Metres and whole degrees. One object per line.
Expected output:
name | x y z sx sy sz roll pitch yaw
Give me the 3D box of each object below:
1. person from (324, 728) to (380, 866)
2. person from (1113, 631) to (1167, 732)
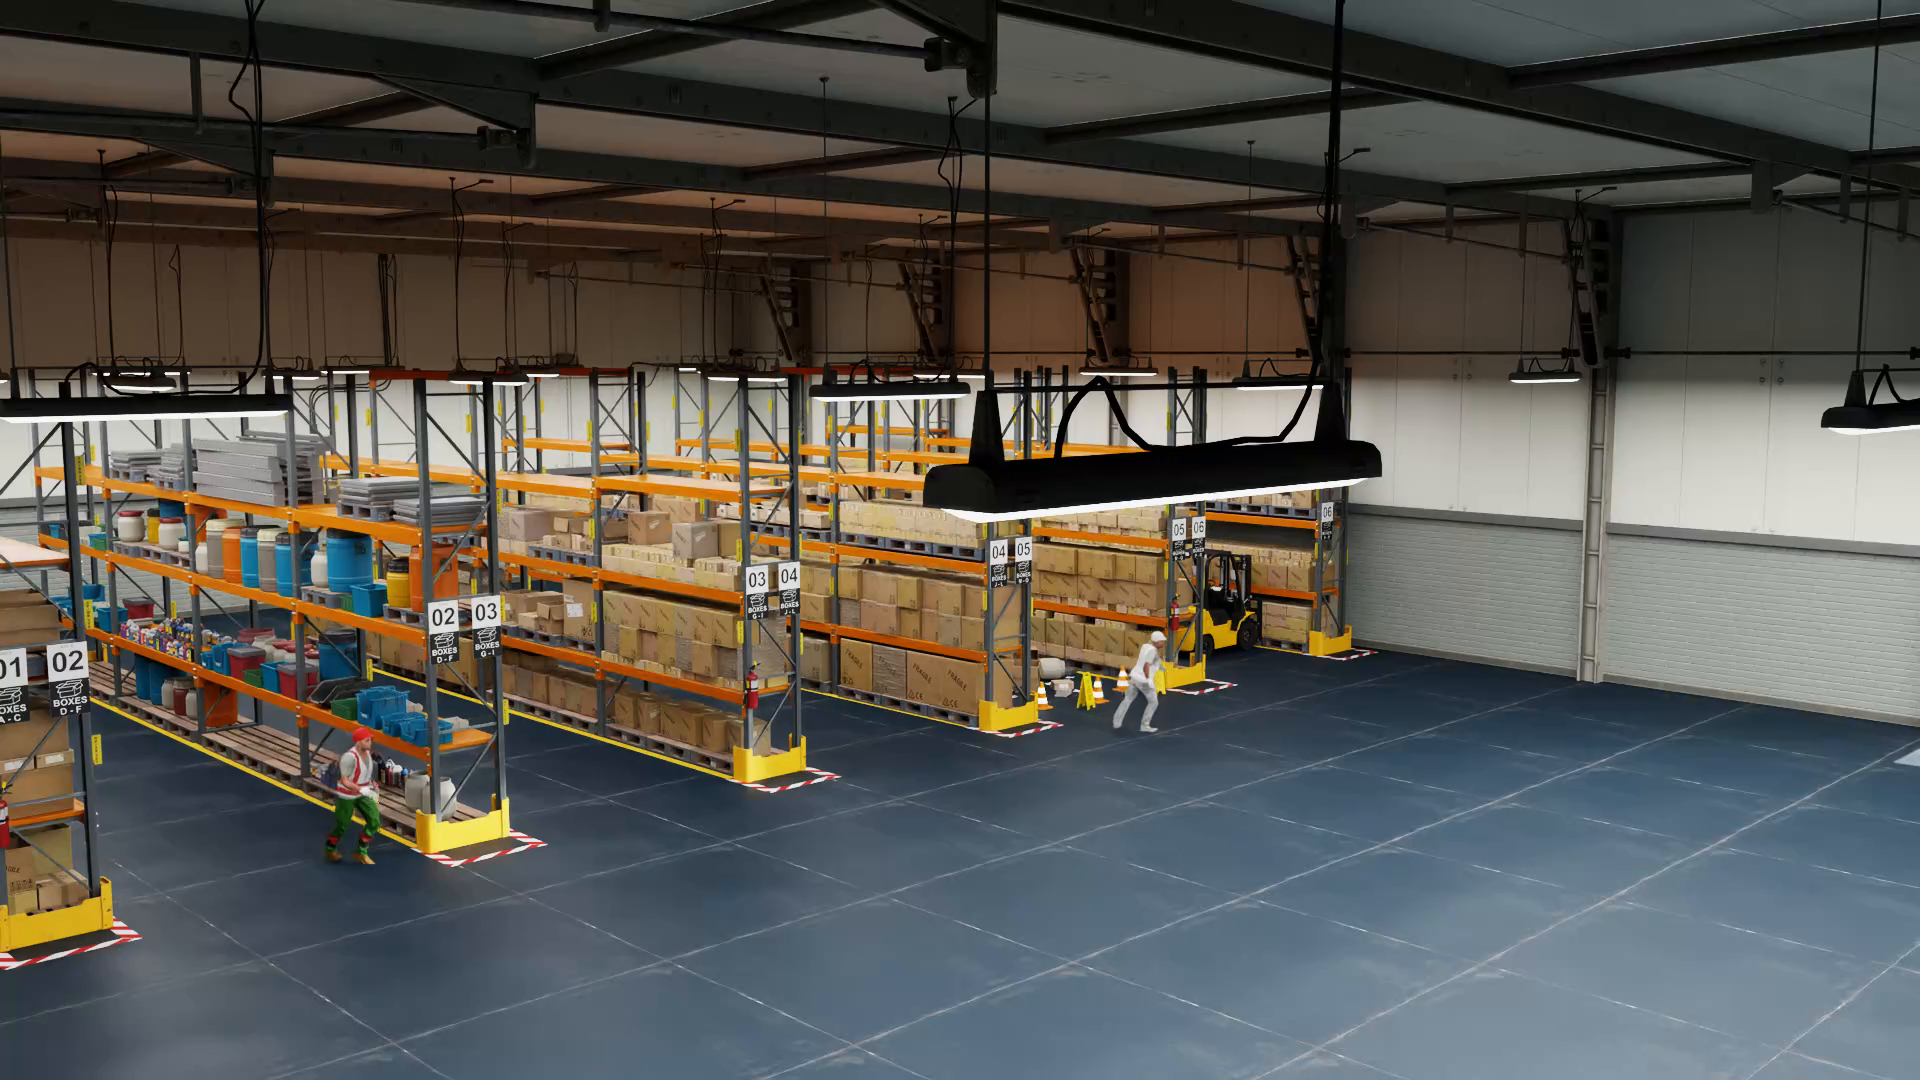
person | -7.483 3.174 20.566 0.880 1.767 0.651 3 7 27
person | 3.065 2.363 27.830 0.926 1.704 0.724 -3 7 -23
